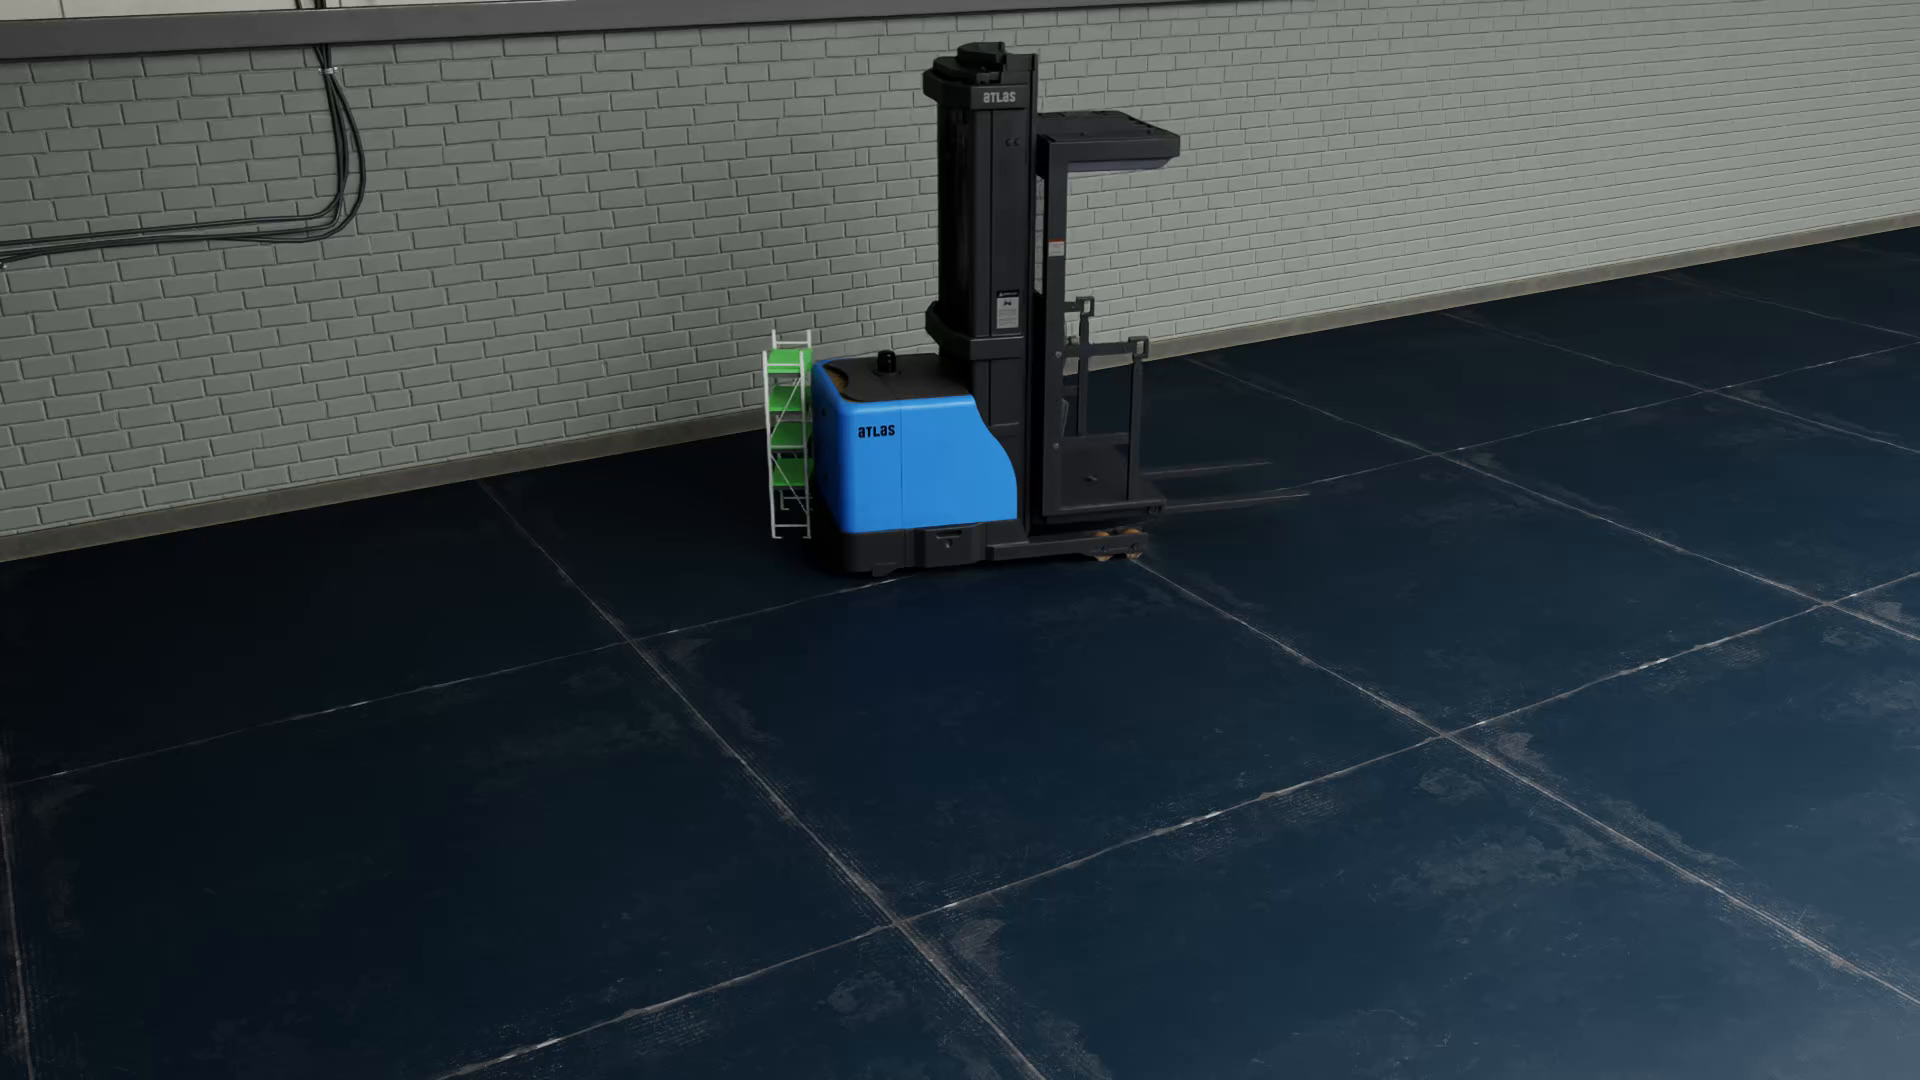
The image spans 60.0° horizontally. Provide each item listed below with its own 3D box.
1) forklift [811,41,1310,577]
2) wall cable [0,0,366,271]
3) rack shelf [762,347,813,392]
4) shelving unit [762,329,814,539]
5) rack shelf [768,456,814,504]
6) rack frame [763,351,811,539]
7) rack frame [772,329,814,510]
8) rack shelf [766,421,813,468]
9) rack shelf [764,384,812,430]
[{"bbox_3d":[0.651,-1.424,9.922,3.031,2.935,1.130,-5,23,-13],"label":"forklift"},{"bbox_3d":[-5.001,-2.753,9.259,3.097,2.526,0.112,-13,25,-28],"label":"wall cable"},{"bbox_3d":[-1.051,-1.045,10.182,0.258,0.148,0.480,0,22,1],"label":"rack shelf"},{"bbox_3d":[-1.049,-0.660,10.339,0.258,1.200,0.503,0,22,1],"label":"shelving unit"},{"bbox_3d":[-1.047,-0.378,10.453,0.258,0.148,0.480,0,22,1],"label":"rack shelf"},{"bbox_3d":[-1.051,-0.568,10.113,0.240,1.200,0.015,0,22,1],"label":"rack frame"},{"bbox_3d":[-1.047,-0.751,10.565,0.240,1.200,0.015,0,22,1],"label":"rack frame"},{"bbox_3d":[-1.049,-0.600,10.363,0.258,0.148,0.480,0,22,1],"label":"rack shelf"},{"bbox_3d":[-1.050,-0.823,10.273,0.258,0.148,0.480,0,22,1],"label":"rack shelf"}]
